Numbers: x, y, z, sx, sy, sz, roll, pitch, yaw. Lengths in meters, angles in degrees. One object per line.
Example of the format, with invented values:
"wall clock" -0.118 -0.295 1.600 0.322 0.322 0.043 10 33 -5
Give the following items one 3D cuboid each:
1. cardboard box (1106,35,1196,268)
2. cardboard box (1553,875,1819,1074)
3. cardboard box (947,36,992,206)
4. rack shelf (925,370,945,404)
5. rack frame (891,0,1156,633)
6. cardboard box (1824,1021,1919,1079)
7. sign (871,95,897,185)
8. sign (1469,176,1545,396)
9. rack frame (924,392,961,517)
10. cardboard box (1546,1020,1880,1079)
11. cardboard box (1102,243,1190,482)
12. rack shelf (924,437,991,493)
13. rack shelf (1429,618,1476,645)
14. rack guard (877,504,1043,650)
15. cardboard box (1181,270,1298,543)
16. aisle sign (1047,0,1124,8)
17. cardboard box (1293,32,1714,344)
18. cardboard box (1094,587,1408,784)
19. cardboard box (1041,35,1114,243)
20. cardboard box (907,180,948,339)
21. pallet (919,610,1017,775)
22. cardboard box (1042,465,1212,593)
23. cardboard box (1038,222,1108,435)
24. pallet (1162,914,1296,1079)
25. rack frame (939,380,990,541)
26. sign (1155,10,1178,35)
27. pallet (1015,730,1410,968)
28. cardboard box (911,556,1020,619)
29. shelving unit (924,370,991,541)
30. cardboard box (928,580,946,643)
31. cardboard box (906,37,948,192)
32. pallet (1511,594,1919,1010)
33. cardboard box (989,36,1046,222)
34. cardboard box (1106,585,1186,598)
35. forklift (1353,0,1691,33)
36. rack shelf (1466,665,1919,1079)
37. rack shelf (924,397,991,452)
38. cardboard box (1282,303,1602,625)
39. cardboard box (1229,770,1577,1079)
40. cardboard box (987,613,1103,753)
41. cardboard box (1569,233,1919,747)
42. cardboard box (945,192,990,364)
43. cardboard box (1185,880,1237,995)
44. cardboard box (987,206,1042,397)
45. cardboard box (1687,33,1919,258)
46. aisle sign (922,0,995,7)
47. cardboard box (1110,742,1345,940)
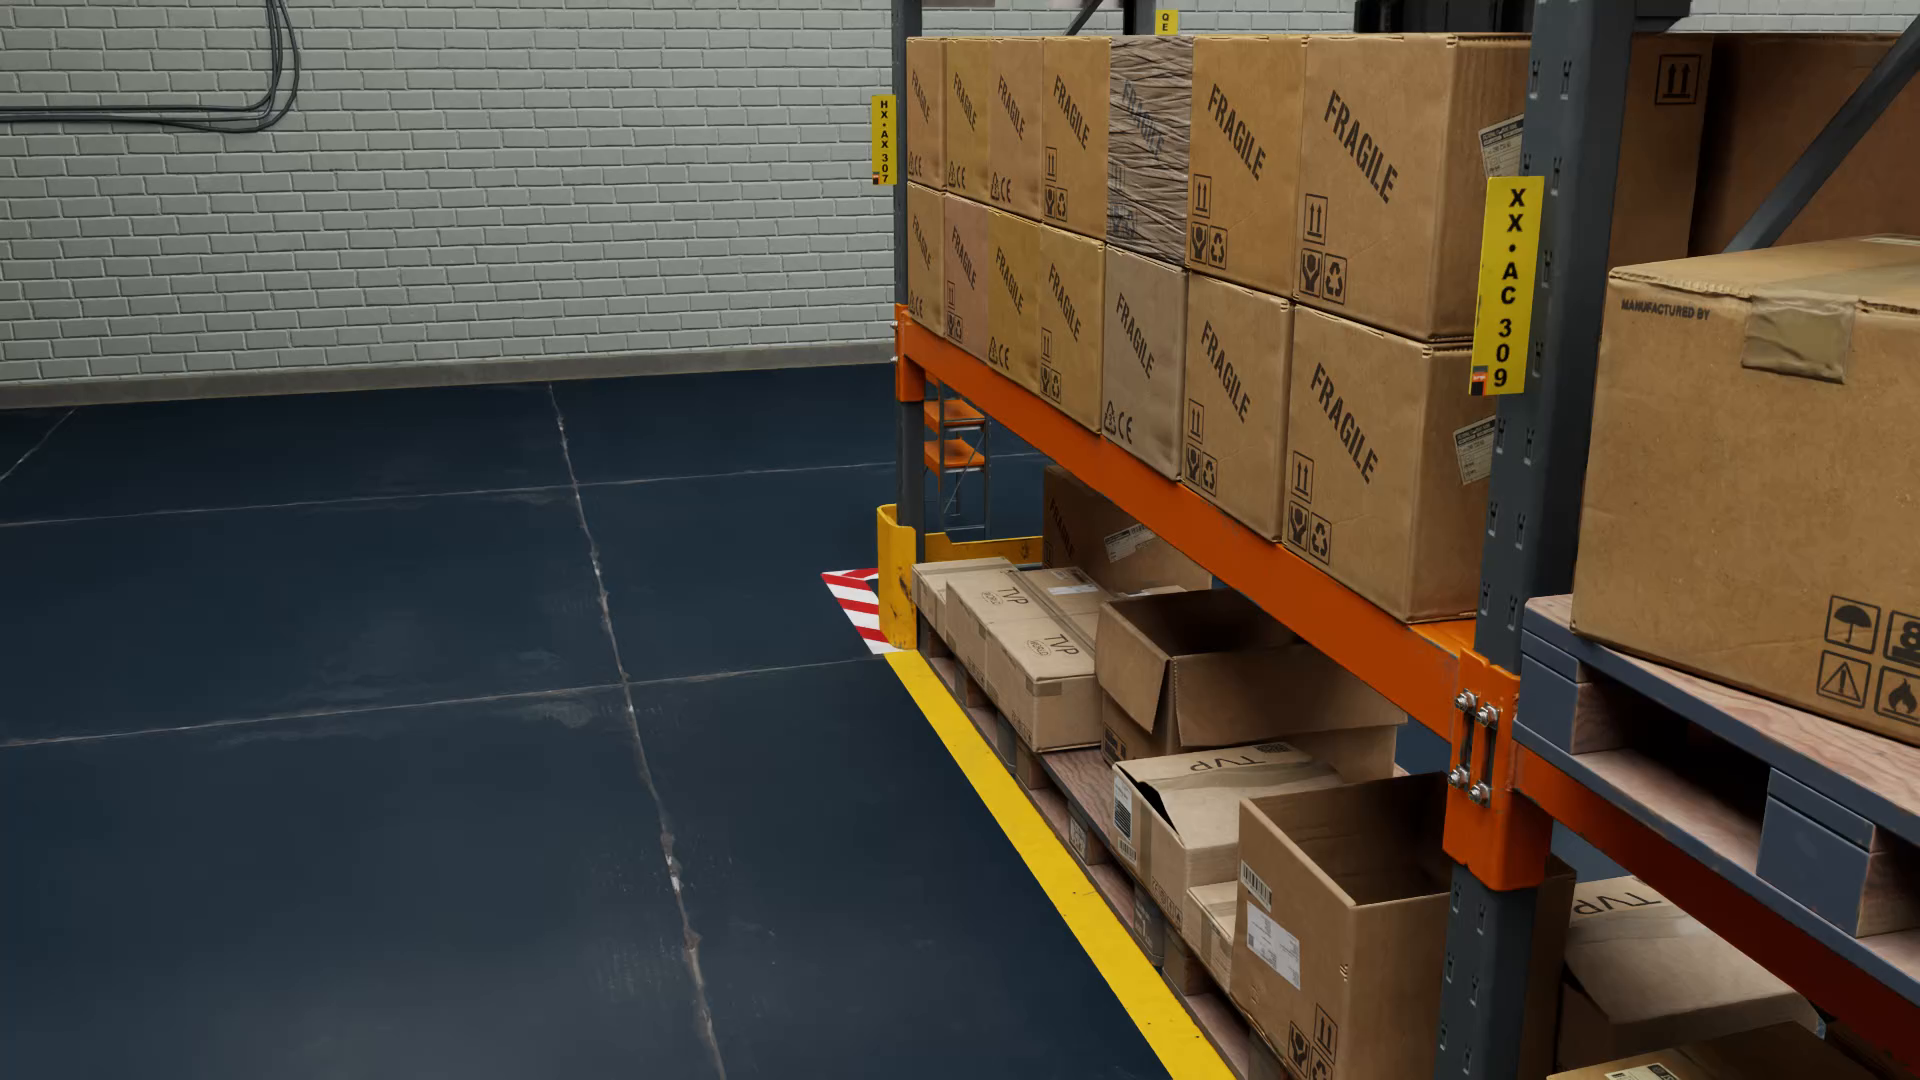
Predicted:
"cardboard box" 0.673 -0.937 3.944 0.500 0.500 0.500 -5 17 -15
"cardboard box" 1.435 0.934 3.536 0.500 0.311 0.500 -5 17 -15
"cardboard box" 0.262 -1.355 5.337 0.500 0.500 0.500 -5 17 -15
"rack shelf" -0.045 -0.770 7.887 0.258 0.148 0.480 -5 17 -15
"rack frame" 0.243 -1.116 6.453 1.000 3.000 0.127 -5 17 -15
"cardboard box" 1.753 1.091 2.687 0.500 0.500 0.500 -5 17 -16
"sign" -0.279 -1.488 6.185 0.100 0.325 0.005 -5 17 -15
"sign" 0.823 -0.379 2.495 0.100 0.325 0.005 -5 17 -15
"rack frame" -0.113 -0.688 8.157 0.240 1.200 0.015 -5 17 -15
"cardboard box" 1.241 1.130 2.556 0.500 0.500 0.500 -6 18 -18
"cardboard box" 0.672 -0.460 4.095 0.500 0.500 0.500 -4 17 -14
"rack shelf" -0.045 -0.366 8.008 0.258 0.148 0.480 -5 17 -15
"rack shelf" 0.793 -0.312 4.687 0.919 0.124 3.809 -5 17 -15
"rack guard" 0.264 0.102 6.743 1.175 0.500 0.348 -5 17 -15
"cardboard box" 0.815 -0.318 3.622 0.500 0.500 0.500 -4 17 -14
"aisle sign" 0.519 -2.404 6.222 0.394 0.787 0.004 -5 17 -15
"cardboard box" 0.954 -0.656 3.009 0.500 0.500 0.500 -5 17 -15
"cardboard box" 0.821 0.456 4.794 0.797 0.503 0.637 -5 17 -15
"cardboard box" 0.536 -1.076 4.408 0.500 0.500 0.500 -5 17 -16
"cardboard box" 0.111 -1.020 5.960 0.500 0.500 0.500 -4 17 -14
"pallet" 0.484 0.461 6.050 1.003 0.211 1.213 -5 17 -15
"cardboard box" 0.629 0.001 6.313 0.500 0.500 0.500 -5 17 -15
"cardboard box" 0.529 -0.600 4.563 0.500 0.500 0.500 -4 17 -15
"pallet" 1.154 1.136 3.803 1.003 0.211 1.213 -5 17 -15
"rack frame" 0.022 -0.553 7.707 0.240 1.200 0.015 -5 17 -15
"sign" 0.782 -1.860 6.368 0.100 0.325 0.005 -5 17 -15
"pallet" 0.816 0.798 4.929 1.003 0.211 1.213 -5 17 -15
"cardboard box" 0.028 0.182 6.324 0.380 0.149 0.250 -5 17 -15
"shelving unit" -0.045 -0.620 7.932 0.258 1.200 0.503 -5 17 -15
"cardboard box" 0.096 0.243 6.091 0.380 0.166 0.250 -5 17 -15
"cardboard box" 0.111 -1.499 5.817 0.500 0.500 0.500 -4 17 -14
"pallet" 1.457 0.312 2.033 1.003 0.211 1.213 -5 17 -15
"cardboard box" 0.395 -1.216 4.875 0.500 0.500 0.500 -4 17 -14
"cardboard box" 0.654 0.280 5.965 0.380 0.166 0.250 -5 17 -15
"forklift" 2.624 -1.503 7.862 3.031 2.935 1.130 -2 17 -7
"rack shelf" 1.892 0.888 1.031 1.077 0.370 4.000 -5 17 -15
"rack shelf" -0.045 -0.556 7.951 0.258 0.148 0.480 -5 17 -15
"cardboard box" 0.958 -0.175 3.148 0.500 0.500 0.500 -4 17 -14
"cardboard box" 0.913 0.842 3.516 0.500 0.500 0.500 -5 17 -15
"cardboard box" 0.395 0.440 5.289 0.500 0.250 0.500 -5 17 -15
"cardboard box" 1.257 -0.110 2.200 0.700 0.500 0.500 -12 20 -34
"cardboard box" 0.258 -0.878 5.487 0.500 0.500 0.500 -5 17 -16
"cardboard box" 0.752 0.911 3.896 0.380 0.149 0.250 -5 17 -15
"cardboard box" 0.393 -0.739 5.024 0.500 0.500 0.500 -5 17 -15
"cardboard box" 1.483 -0.689 3.119 0.500 0.500 0.500 -4 17 -14
"aisle sign" -0.058 -2.357 6.064 0.394 0.787 0.004 -5 17 -15
"cardboard box" 0.707 0.725 4.234 0.500 0.311 0.500 -5 17 -15
